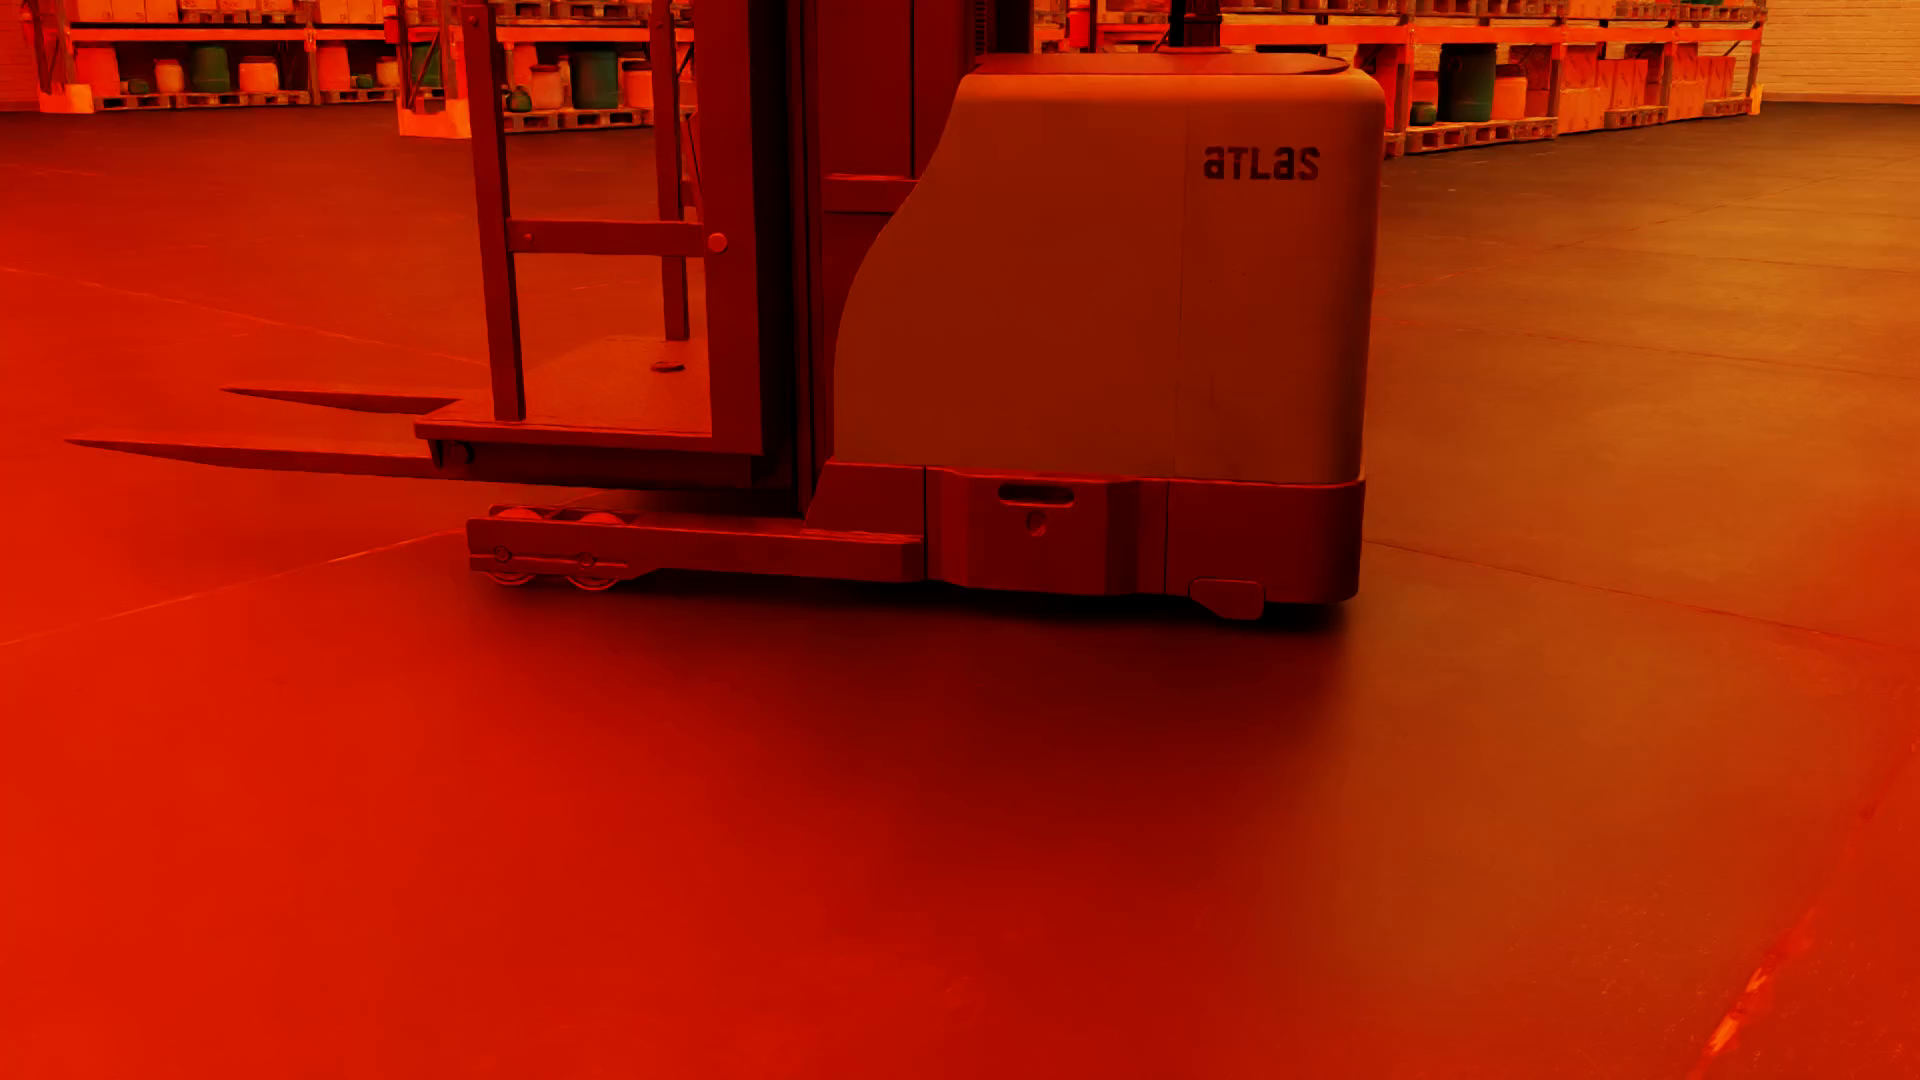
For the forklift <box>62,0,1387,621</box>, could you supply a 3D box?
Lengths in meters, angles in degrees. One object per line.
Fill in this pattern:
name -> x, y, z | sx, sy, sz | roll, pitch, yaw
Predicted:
forklift -> -0.598, -1.438, 3.633 | 3.031, 2.935, 1.130 | 3, 17, 11
